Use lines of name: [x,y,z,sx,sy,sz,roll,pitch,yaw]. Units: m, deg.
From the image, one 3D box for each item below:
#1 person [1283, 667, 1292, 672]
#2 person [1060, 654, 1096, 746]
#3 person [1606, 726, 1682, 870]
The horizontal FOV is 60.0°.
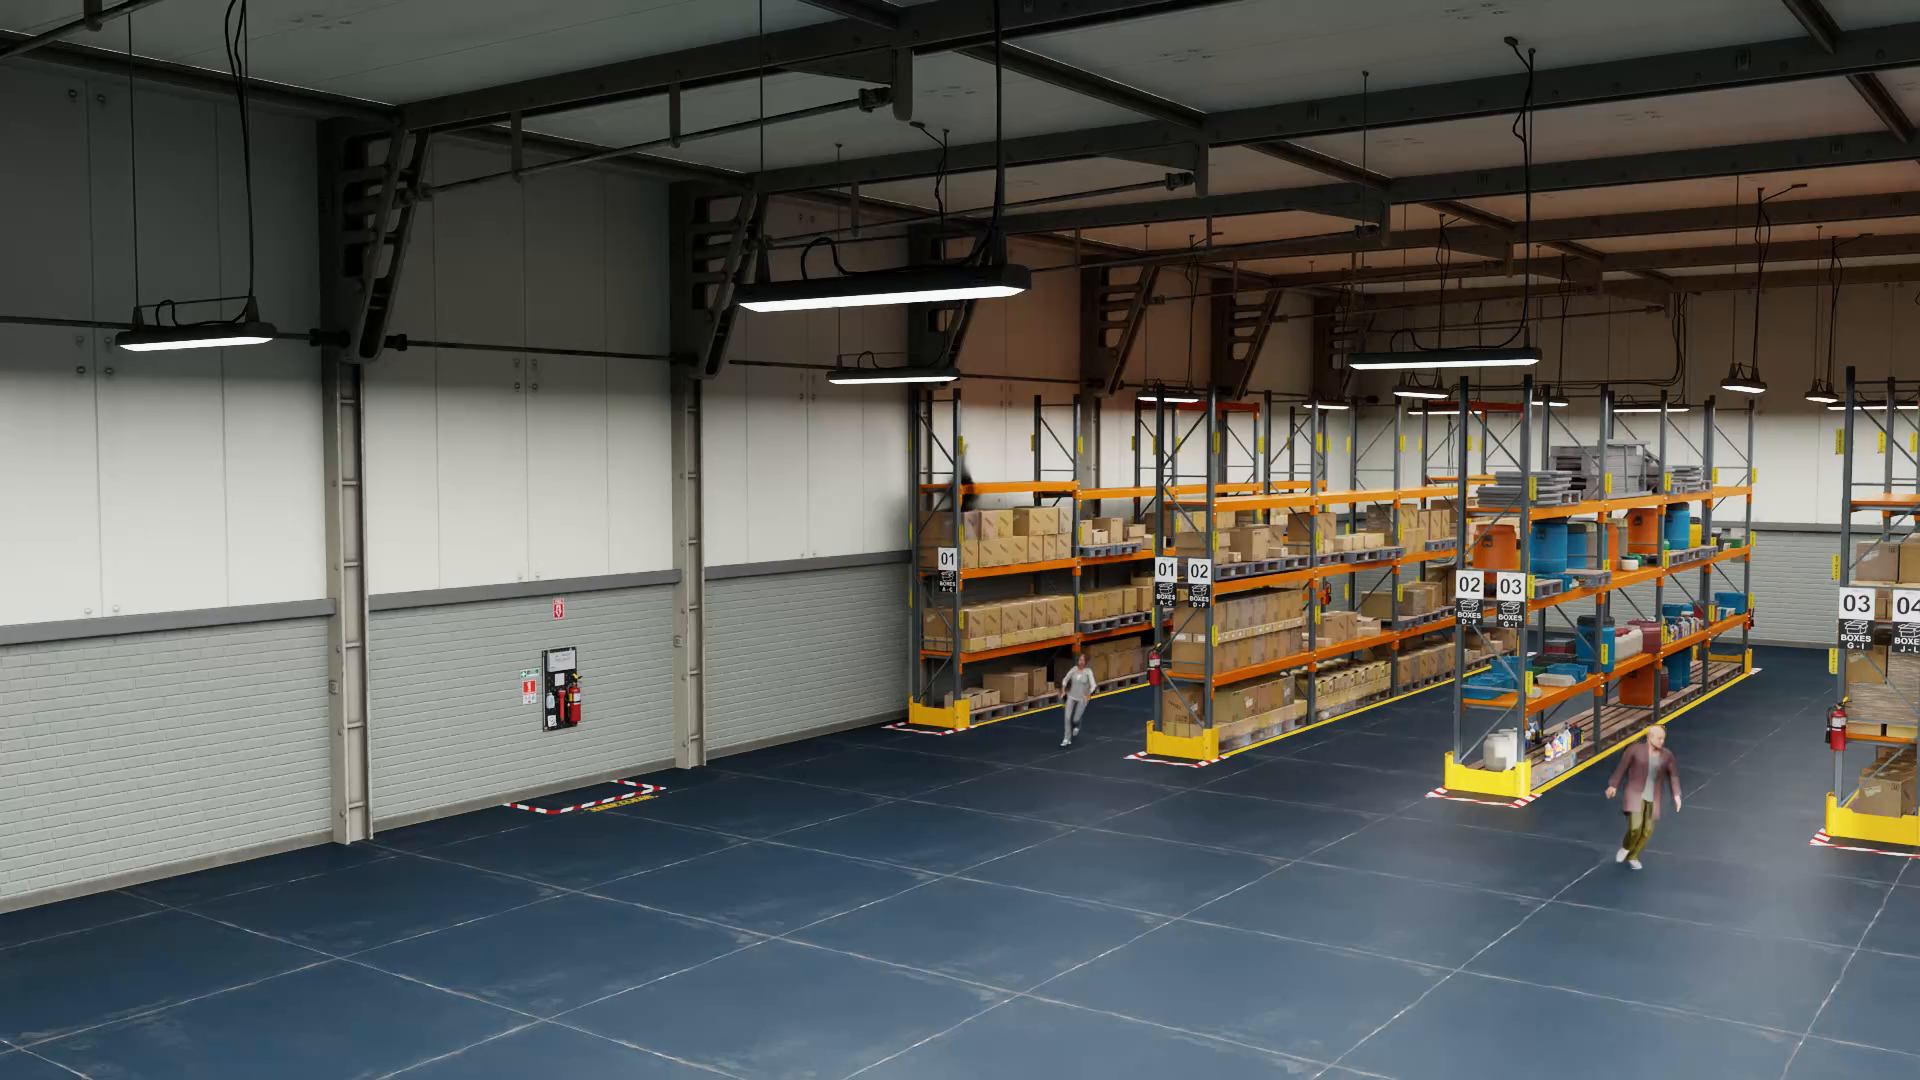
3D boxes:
person: [6.509,2.236,33.492,0.961,1.691,0.666,-3,4,-39]
person: [1.984,2.656,27.790,0.579,1.537,0.559,1,3,16]
person: [8.053,3.025,19.528,0.698,1.740,0.708,0,3,-4]
